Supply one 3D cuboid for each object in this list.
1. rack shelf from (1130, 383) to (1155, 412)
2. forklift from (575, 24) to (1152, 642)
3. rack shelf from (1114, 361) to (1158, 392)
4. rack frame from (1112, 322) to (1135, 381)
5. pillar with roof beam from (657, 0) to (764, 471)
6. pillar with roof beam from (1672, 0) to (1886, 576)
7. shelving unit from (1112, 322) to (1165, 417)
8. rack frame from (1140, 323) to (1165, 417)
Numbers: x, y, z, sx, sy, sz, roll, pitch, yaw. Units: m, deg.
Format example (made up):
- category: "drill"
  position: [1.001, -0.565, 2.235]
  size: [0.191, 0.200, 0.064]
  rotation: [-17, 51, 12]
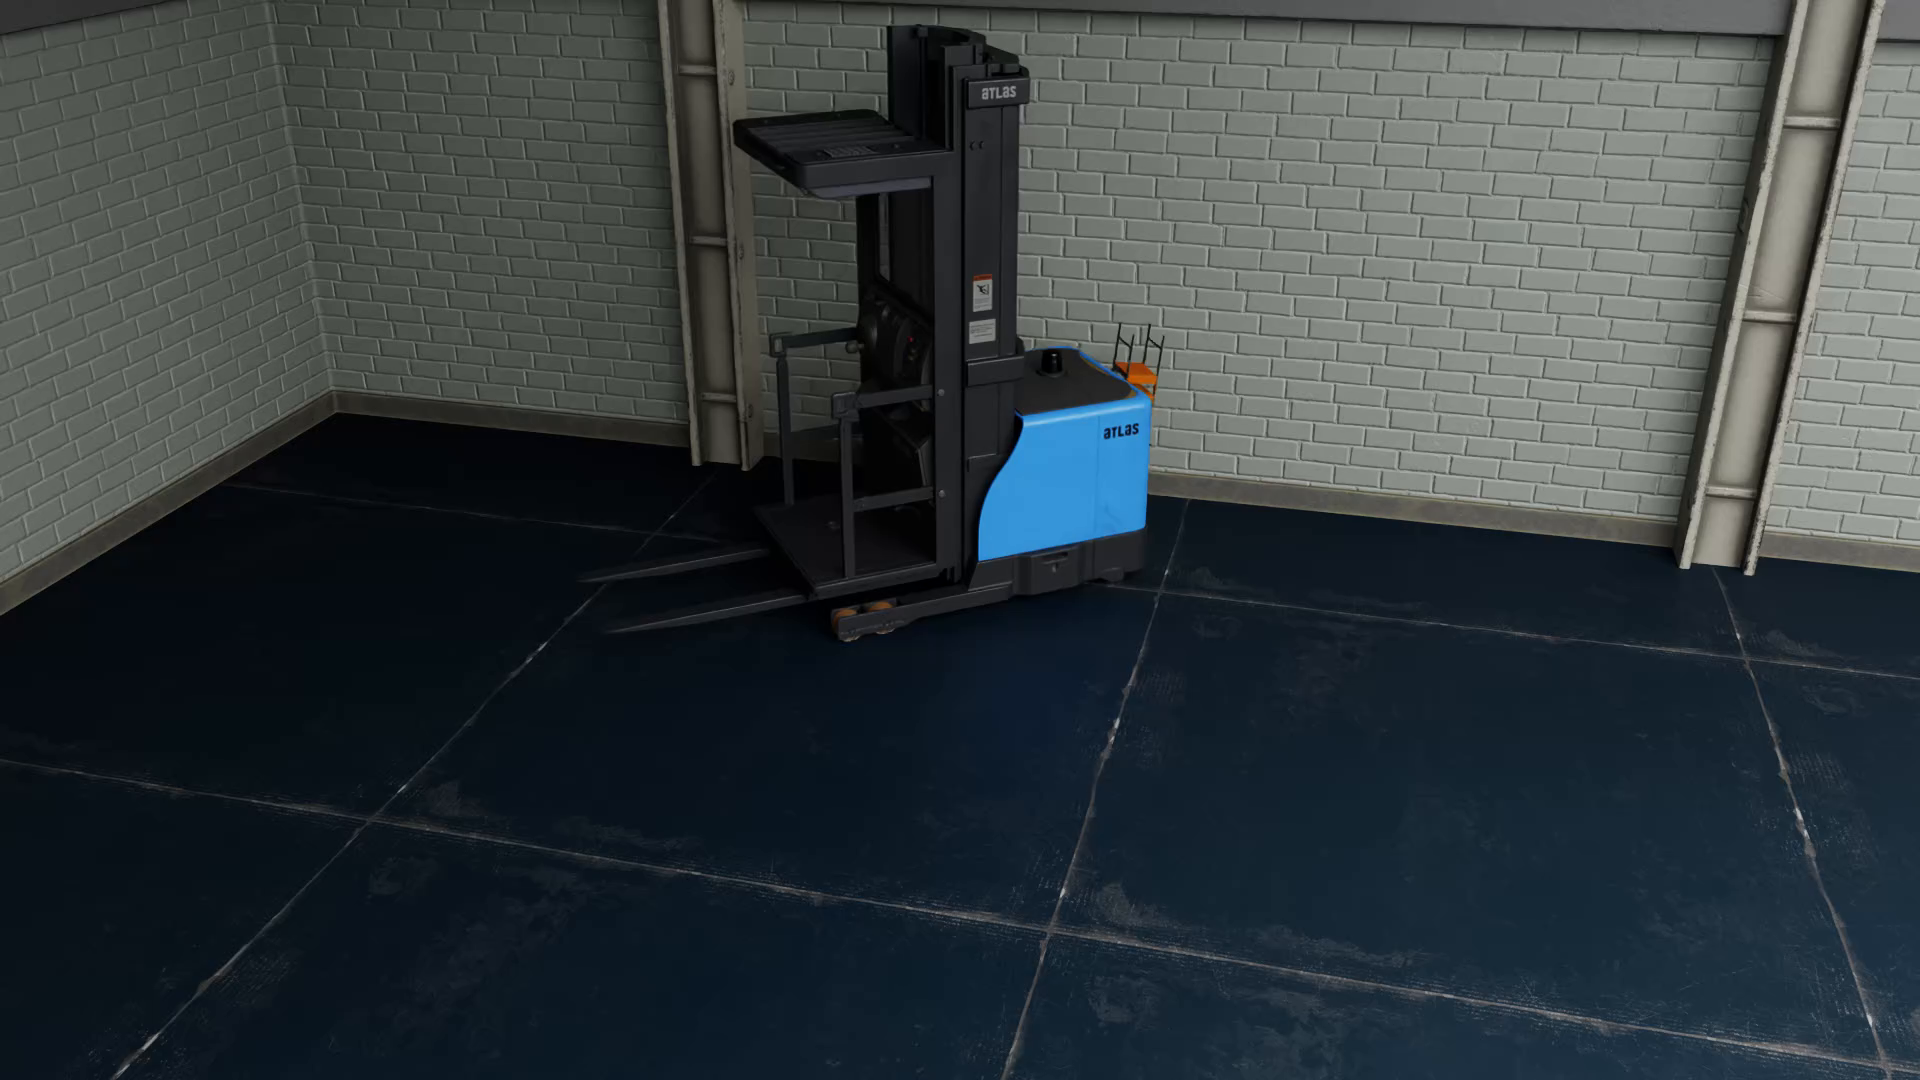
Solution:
- category: "rack shelf"
  position: [0.993, -0.835, 9.639]
  size: [0.180, 0.103, 0.258]
  rotation: [0, 25, -16]
- category: "forklift"
  position: [-0.523, -1.053, 8.553]
  size: [3.031, 2.935, 1.130]
  rotation: [-11, 27, -21]
- category: "rack shelf"
  position: [1.006, -0.944, 9.591]
  size: [0.180, 0.103, 0.258]
  rotation: [0, 25, -16]
- category: "rack frame"
  position: [0.884, -0.656, 9.692]
  size: [0.006, 1.200, 0.240]
  rotation: [0, 25, -16]
- category: "pillar with roof beam"
  position: [-2.581, -2.799, 5.160]
  size: [0.400, 9.000, 9.100]
  rotation: [6, 26, 13]
- category: "pillar with roof beam"
  position: [3.230, -2.156, 3.811]
  size: [0.400, 9.000, 9.100]
  rotation: [6, 26, 13]
- category: "shelving unit"
  position: [0.972, -0.657, 9.717]
  size: [0.189, 1.200, 0.258]
  rotation: [0, 25, -16]
- category: "rack frame"
  position: [1.059, -0.658, 9.743]
  size: [0.006, 1.200, 0.240]
  rotation: [0, 25, -16]
